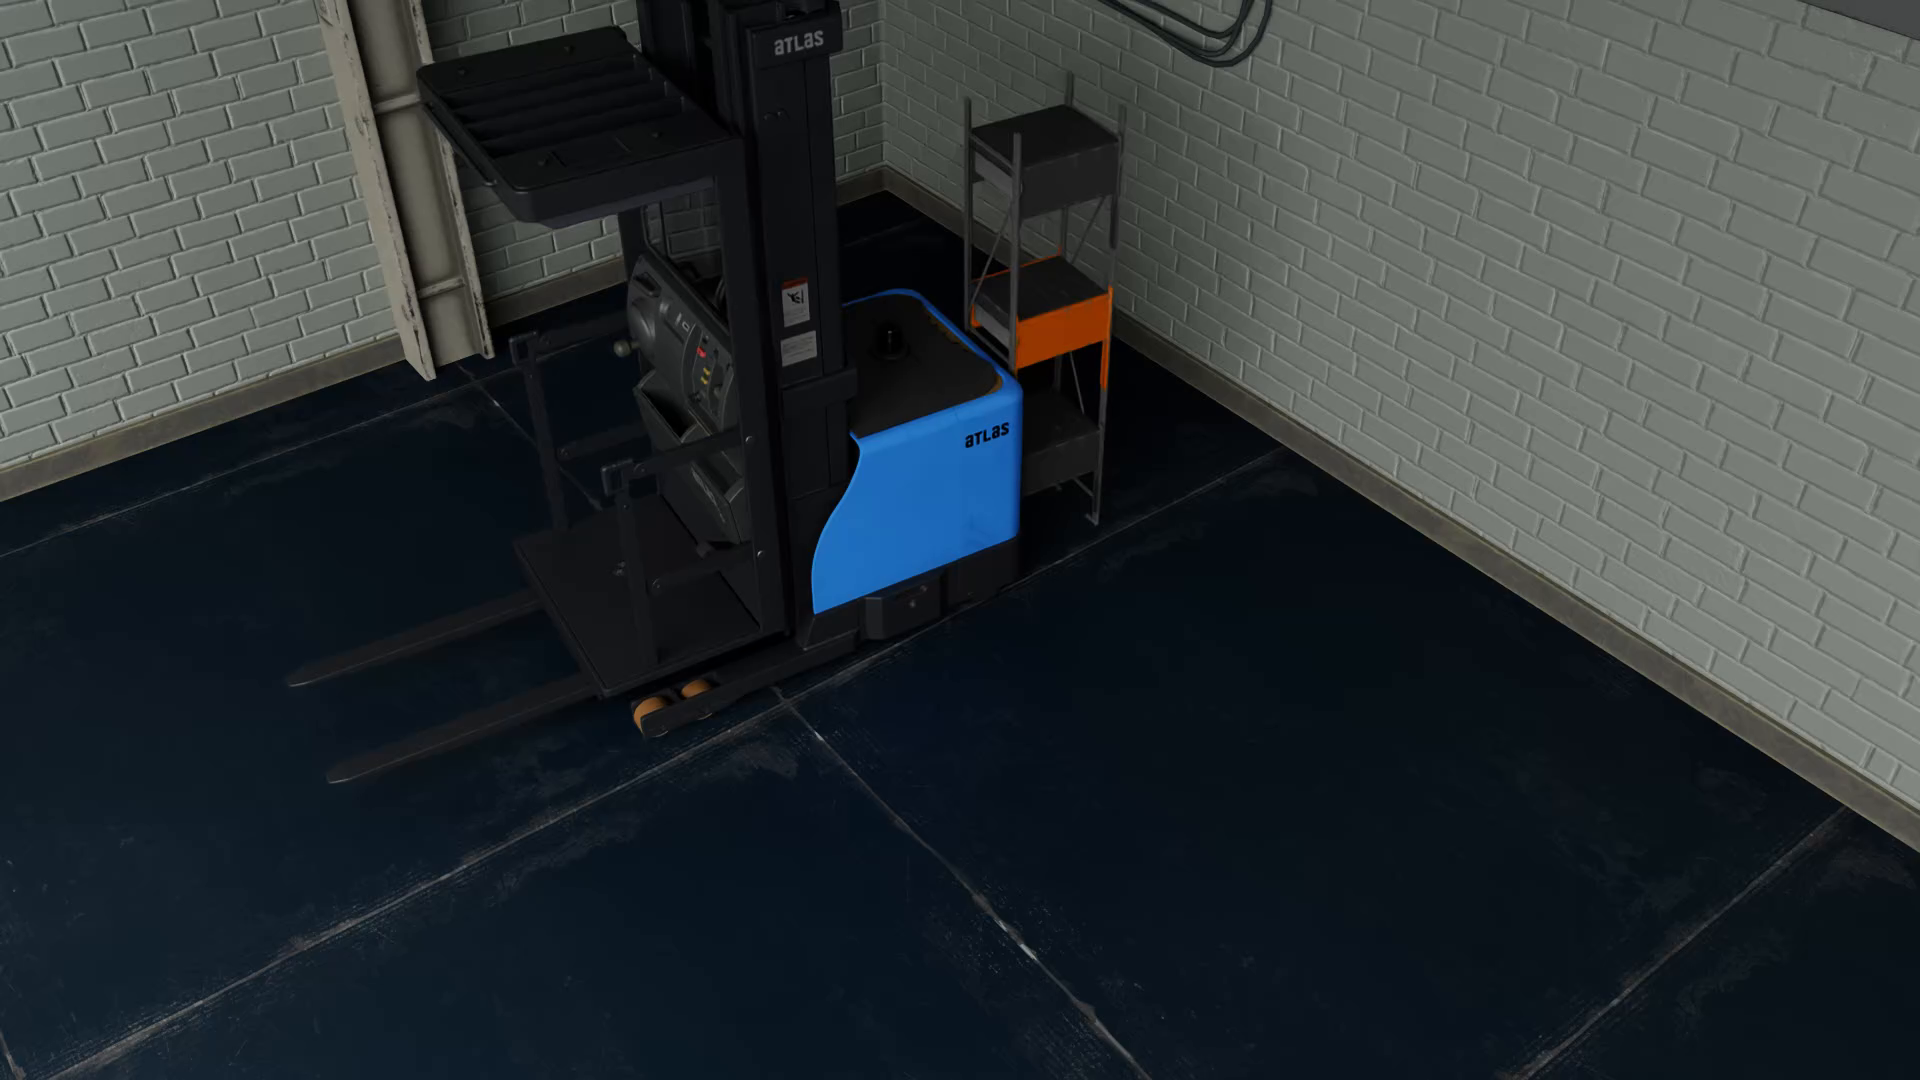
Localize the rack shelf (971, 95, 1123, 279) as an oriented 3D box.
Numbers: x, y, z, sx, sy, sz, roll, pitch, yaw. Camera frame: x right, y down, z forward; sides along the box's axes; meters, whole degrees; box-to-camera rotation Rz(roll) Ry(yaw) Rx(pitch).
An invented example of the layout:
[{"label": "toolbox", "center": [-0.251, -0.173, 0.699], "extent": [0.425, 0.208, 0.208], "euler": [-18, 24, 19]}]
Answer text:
[{"label": "rack shelf", "center": [0.335, -1.441, 6.769], "extent": [0.480, 0.518, 0.431], "euler": [-21, 44, -23]}]

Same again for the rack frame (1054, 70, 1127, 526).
[{"label": "rack frame", "center": [0.544, -0.990, 7.301], "extent": [0.015, 2.100, 0.400], "euler": [-21, 44, -23]}]

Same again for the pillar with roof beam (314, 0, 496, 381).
[{"label": "pillar with roof beam", "center": [-0.124, -2.306, 3.466], "extent": [0.400, 9.000, 9.100], "euler": [-26, 46, -28]}]

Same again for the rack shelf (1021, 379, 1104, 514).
[{"label": "rack shelf", "center": [0.335, -0.358, 7.657], "extent": [0.480, 0.518, 0.431], "euler": [-21, 44, -23]}]

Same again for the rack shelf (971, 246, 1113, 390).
[{"label": "rack shelf", "center": [0.335, -0.900, 7.213], "extent": [0.480, 0.518, 0.431], "euler": [-21, 44, -23]}]

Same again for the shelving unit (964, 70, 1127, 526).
[{"label": "shelving unit", "center": [0.335, -0.910, 7.204], "extent": [0.503, 2.100, 0.431], "euler": [-21, 44, -23]}]

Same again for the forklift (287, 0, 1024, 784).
[{"label": "forklift", "center": [-1.252, -0.715, 6.310], "extent": [3.031, 2.935, 1.130], "euler": [-21, 44, -23]}]

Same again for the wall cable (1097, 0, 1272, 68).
[{"label": "wall cable", "center": [0.394, -3.744, 7.667], "extent": [0.112, 2.526, 3.097], "euler": [-26, 46, -28]}]

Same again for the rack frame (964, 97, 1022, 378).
[{"label": "rack frame", "center": [0.125, -0.831, 7.107], "extent": [0.015, 2.100, 0.400], "euler": [-21, 44, -23]}]
